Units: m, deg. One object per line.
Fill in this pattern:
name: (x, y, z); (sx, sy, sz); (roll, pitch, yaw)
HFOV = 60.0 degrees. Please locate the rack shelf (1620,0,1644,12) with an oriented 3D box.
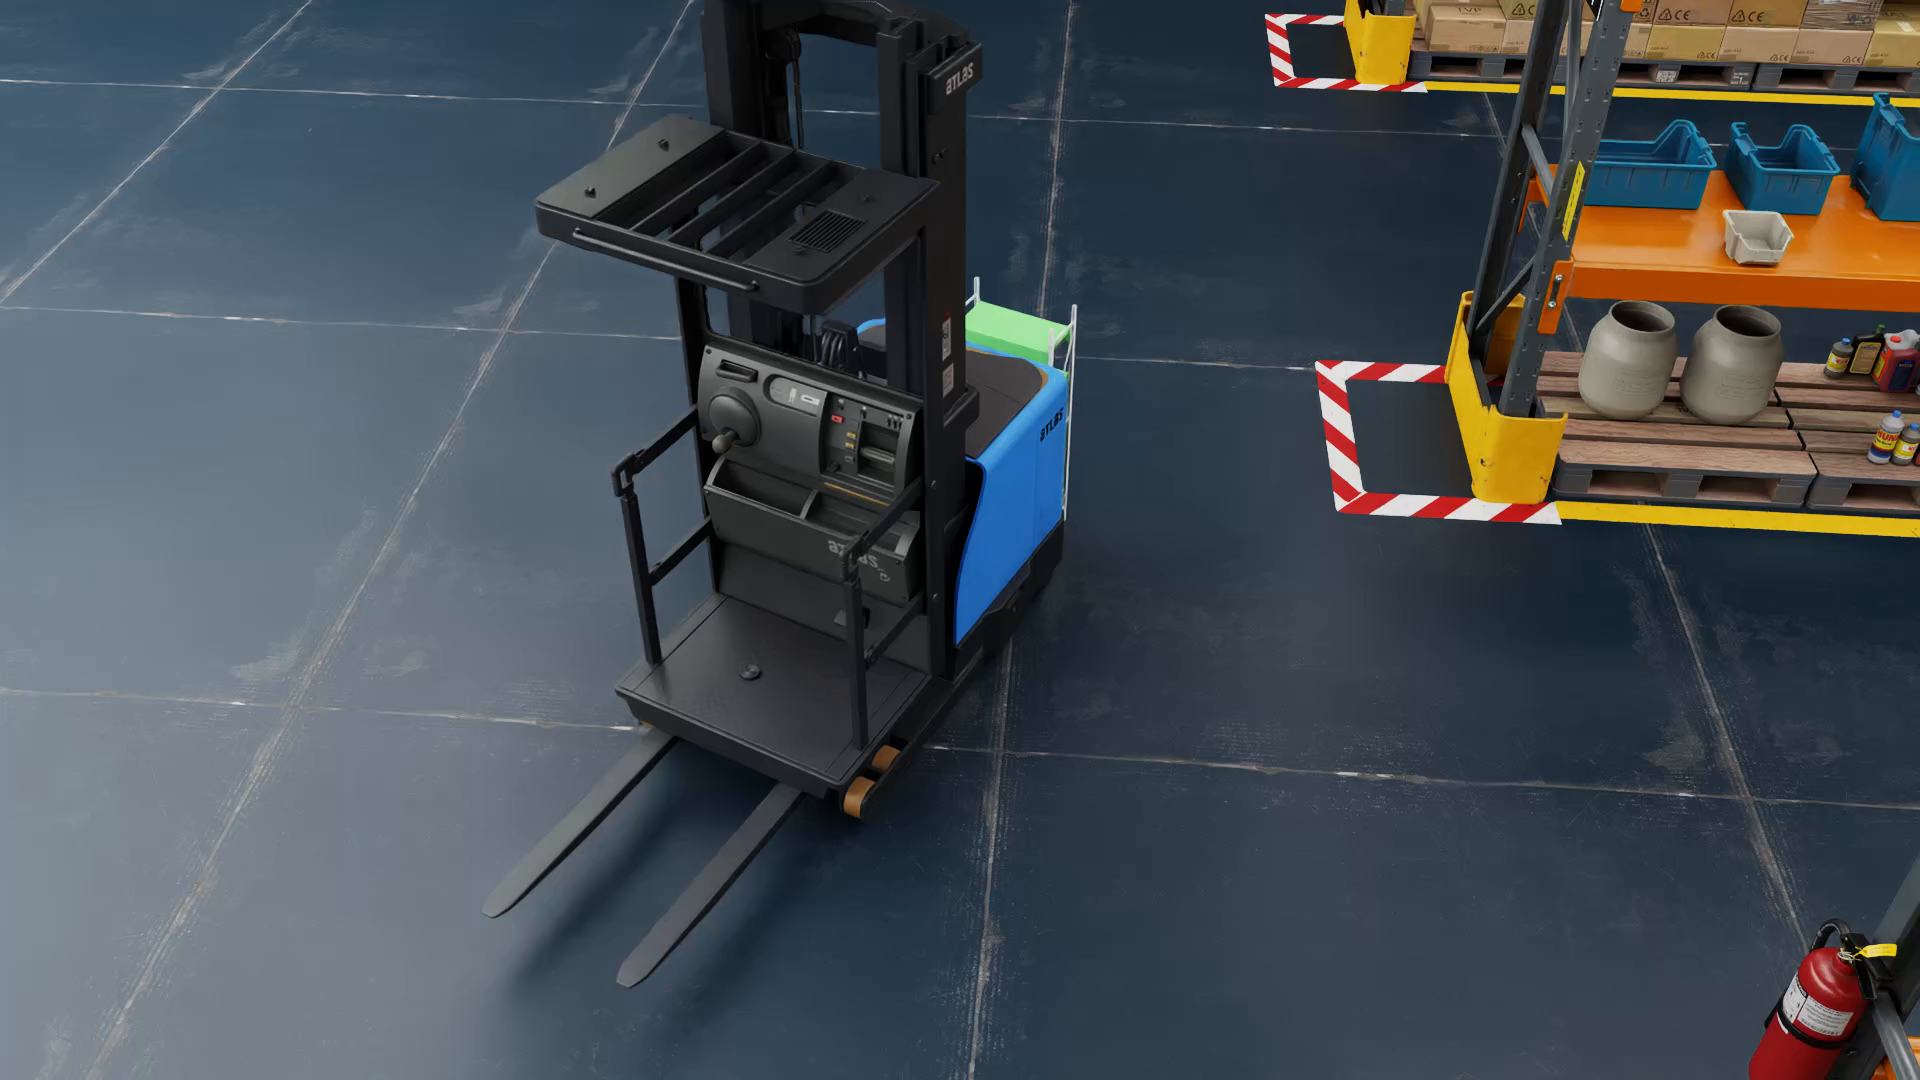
rack shelf: (4.662, -2.459, 6.760); (4.000, 0.370, 1.077); (3, 39, 4)

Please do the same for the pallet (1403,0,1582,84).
pallet: (3.866, -3.702, 12.302); (1.213, 0.211, 1.003); (3, 39, 4)

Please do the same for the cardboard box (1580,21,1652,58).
cardboard box: (4.612, -3.674, 11.904); (0.500, 0.250, 0.500); (3, 39, 4)

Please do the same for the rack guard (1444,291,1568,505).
rack guard: (2.749, -0.740, 8.434); (0.348, 0.500, 1.175); (3, 39, 4)

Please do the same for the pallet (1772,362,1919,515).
pallet: (4.770, -0.512, 8.383); (1.213, 0.211, 1.003); (3, 39, 4)

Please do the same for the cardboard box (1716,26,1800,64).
cardboard box: (5.608, -3.617, 11.833); (0.500, 0.250, 0.500); (3, 39, 4)

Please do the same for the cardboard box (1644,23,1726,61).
cardboard box: (5.110, -3.644, 11.866); (0.500, 0.250, 0.500); (3, 39, 4)

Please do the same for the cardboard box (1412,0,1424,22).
cardboard box: (3.660, -4.052, 12.368); (0.500, 0.250, 0.500); (3, 39, 4)

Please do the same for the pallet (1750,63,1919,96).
pallet: (6.297, -3.570, 12.139); (1.213, 0.211, 1.003); (3, 39, 4)

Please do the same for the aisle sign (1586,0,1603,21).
aisle sign: (2.572, -2.512, 6.571); (0.004, 0.787, 0.394); (3, 39, 4)

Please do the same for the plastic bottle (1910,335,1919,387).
plastic bottle: (4.924, -0.936, 8.503); (0.135, 0.276, 0.152); (2, 39, 3)

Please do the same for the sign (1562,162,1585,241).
sign: (2.617, -1.446, 7.101); (0.005, 0.325, 0.100); (3, 39, 4)

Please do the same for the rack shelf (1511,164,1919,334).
rack shelf: (4.662, -1.296, 7.707); (4.000, 0.370, 1.077); (3, 39, 4)

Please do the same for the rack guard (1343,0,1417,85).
rack guard: (3.076, -3.831, 12.231); (0.348, 0.500, 1.175); (3, 39, 4)

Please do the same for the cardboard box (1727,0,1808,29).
cardboard box: (5.609, -3.916, 11.607); (0.500, 0.500, 0.500); (3, 39, 4)

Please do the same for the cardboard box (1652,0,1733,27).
cardboard box: (5.110, -3.934, 11.629); (0.500, 0.500, 0.500); (3, 39, 4)

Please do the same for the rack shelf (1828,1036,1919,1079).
rack shelf: (4.234, 1.819, 3.880); (4.000, 0.370, 1.077); (3, 39, 4)

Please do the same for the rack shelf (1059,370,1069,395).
rack shelf: (0.234, -0.711, 7.565); (0.480, 0.148, 0.258); (19, 43, 22)

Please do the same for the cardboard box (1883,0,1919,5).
cardboard box: (6.650, -4.191, 11.944); (0.500, 0.500, 0.500); (3, 39, 4)

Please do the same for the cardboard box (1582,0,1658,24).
cardboard box: (4.613, -3.972, 11.676); (0.500, 0.500, 0.500); (3, 39, 4)

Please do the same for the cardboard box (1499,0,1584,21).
cardboard box: (4.114, -3.991, 11.699); (0.500, 0.500, 0.500); (3, 39, 4)

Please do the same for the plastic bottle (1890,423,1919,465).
plastic bottle: (4.552, -0.469, 7.989); (0.097, 0.201, 0.097); (0, 39, 0)

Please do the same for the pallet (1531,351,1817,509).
pallet: (3.558, -0.580, 8.466); (1.213, 0.211, 1.003); (3, 39, 4)

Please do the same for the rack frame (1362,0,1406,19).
rack frame: (3.100, -4.799, 11.440); (0.127, 3.000, 1.000); (3, 39, 4)

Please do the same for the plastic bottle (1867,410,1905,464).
plastic bottle: (4.449, -0.502, 7.974); (0.097, 0.271, 0.097); (0, 39, 0)

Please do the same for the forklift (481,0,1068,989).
forklift: (-0.682, -0.367, 6.049); (1.130, 2.935, 3.031); (19, 43, 22)

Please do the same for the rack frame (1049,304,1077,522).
rack frame: (0.447, -0.500, 7.584); (0.015, 1.200, 0.240); (19, 43, 22)

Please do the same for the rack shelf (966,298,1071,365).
rack shelf: (0.234, -0.898, 7.414); (0.480, 0.148, 0.258); (19, 43, 22)

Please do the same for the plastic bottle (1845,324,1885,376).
plastic bottle: (4.655, -0.982, 8.554); (0.133, 0.283, 0.061); (4, 39, 5)

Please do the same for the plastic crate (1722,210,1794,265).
plastic crate: (3.533, -1.331, 7.388); (0.250, 0.136, 0.298); (3, 39, 4)

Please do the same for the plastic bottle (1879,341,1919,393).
plastic bottle: (4.777, -0.879, 8.427); (0.133, 0.283, 0.061); (3, 39, 4)

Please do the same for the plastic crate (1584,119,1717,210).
plastic crate: (3.194, -1.787, 7.858); (0.616, 0.251, 0.499); (3, 39, 4)

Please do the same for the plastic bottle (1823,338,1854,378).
plastic bottle: (4.537, -0.945, 8.574); (0.097, 0.201, 0.097); (0, 39, 0)

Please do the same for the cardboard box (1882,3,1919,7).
cardboard box: (6.650, -3.894, 12.173); (0.500, 0.250, 0.500); (3, 39, 4)

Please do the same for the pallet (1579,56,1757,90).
pallet: (5.078, -3.634, 12.218); (1.213, 0.211, 1.003); (3, 39, 4)

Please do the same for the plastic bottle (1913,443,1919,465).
plastic bottle: (4.673, -0.483, 7.941); (0.133, 0.283, 0.061); (4, 39, 5)

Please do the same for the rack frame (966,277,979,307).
rack frame: (0.021, -0.650, 7.768); (0.015, 1.200, 0.240); (19, 43, 22)

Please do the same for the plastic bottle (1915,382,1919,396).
plastic bottle: (4.932, -0.827, 8.429); (0.097, 0.201, 0.097); (0, 39, 0)

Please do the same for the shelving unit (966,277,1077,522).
shelving unit: (0.234, -0.575, 7.676); (0.503, 1.200, 0.258); (19, 43, 22)

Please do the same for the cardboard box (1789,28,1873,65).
cardboard box: (6.107, -3.599, 11.811); (0.500, 0.250, 0.500); (3, 39, 4)

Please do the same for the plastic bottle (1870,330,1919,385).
plastic bottle: (4.786, -0.943, 8.512); (0.135, 0.276, 0.152); (3, 39, 4)

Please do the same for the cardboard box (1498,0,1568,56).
cardboard box: (4.114, -3.702, 11.937); (0.500, 0.250, 0.500); (3, 39, 4)

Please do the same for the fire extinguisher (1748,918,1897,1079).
fire extinguisher: (2.168, 1.165, 4.174); (0.183, 0.674, 0.296); (3, 39, 4)

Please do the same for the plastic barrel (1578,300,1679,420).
plastic barrel: (3.332, -0.894, 8.281); (0.421, 0.512, 0.421); (0, 39, 0)

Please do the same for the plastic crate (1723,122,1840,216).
plastic crate: (3.840, -1.748, 7.810); (0.408, 0.251, 0.499); (3, 39, 4)

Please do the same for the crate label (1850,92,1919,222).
crate label: (4.526, -1.768, 7.688); (0.616, 0.435, 0.502); (3, 39, 4)

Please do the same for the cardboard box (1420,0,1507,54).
cardboard box: (3.615, -3.726, 11.968); (0.500, 0.250, 0.500); (3, 39, 4)

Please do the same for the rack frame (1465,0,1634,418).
rack frame: (2.669, -1.684, 7.613); (0.127, 3.000, 1.000); (3, 39, 4)

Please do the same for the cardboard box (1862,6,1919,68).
cardboard box: (6.605, -3.566, 11.770); (0.500, 0.250, 0.500); (3, 39, 4)

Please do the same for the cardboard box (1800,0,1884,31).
cardboard box: (6.107, -3.891, 11.576); (0.500, 0.500, 0.500); (3, 39, 4)

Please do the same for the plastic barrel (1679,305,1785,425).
plastic barrel: (3.831, -0.867, 8.248); (0.421, 0.512, 0.421); (0, 39, 0)
